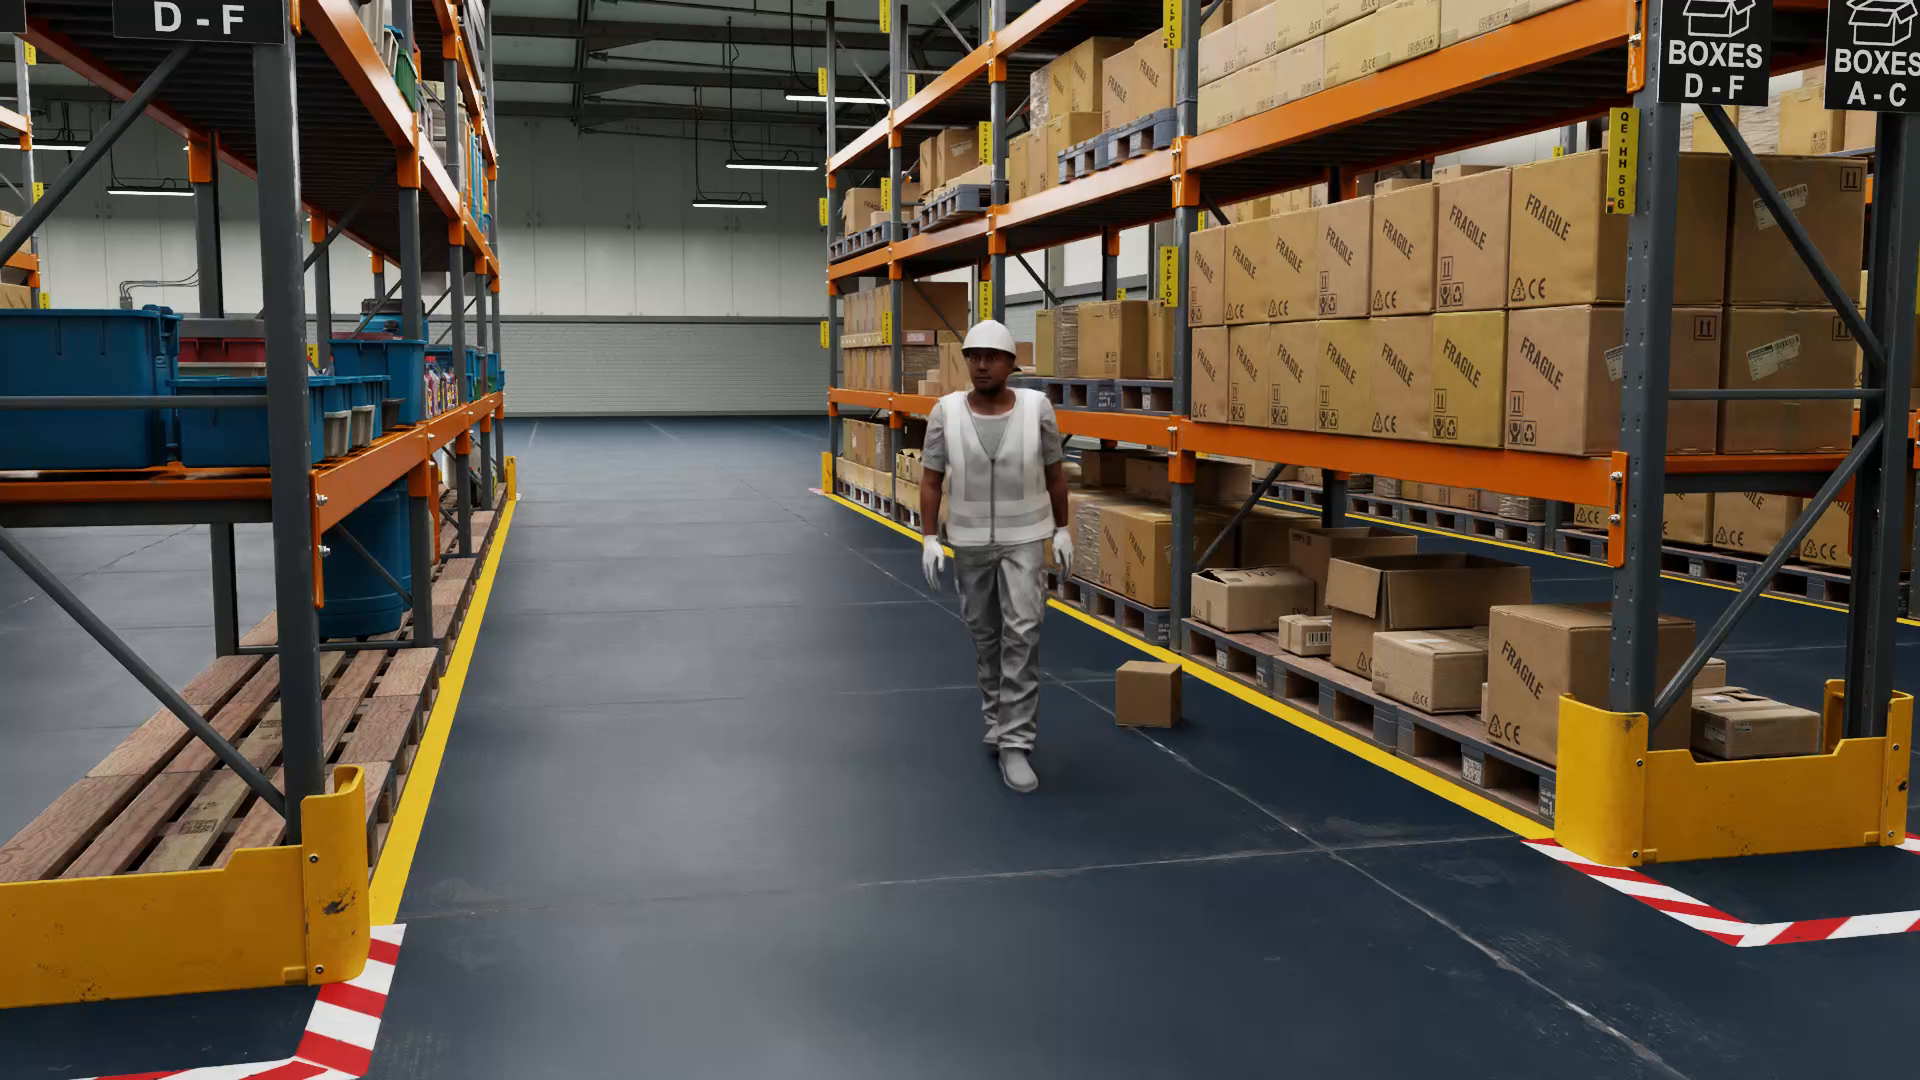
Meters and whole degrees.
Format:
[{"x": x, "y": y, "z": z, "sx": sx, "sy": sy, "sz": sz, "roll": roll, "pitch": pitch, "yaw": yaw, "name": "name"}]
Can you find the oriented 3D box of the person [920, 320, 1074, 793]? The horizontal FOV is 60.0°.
[{"x": 0.136, "y": 0.026, "z": 6.589, "sx": 0.592, "sy": 1.778, "sz": 0.795, "roll": 1, "pitch": 6, "yaw": 11, "name": "person"}]
